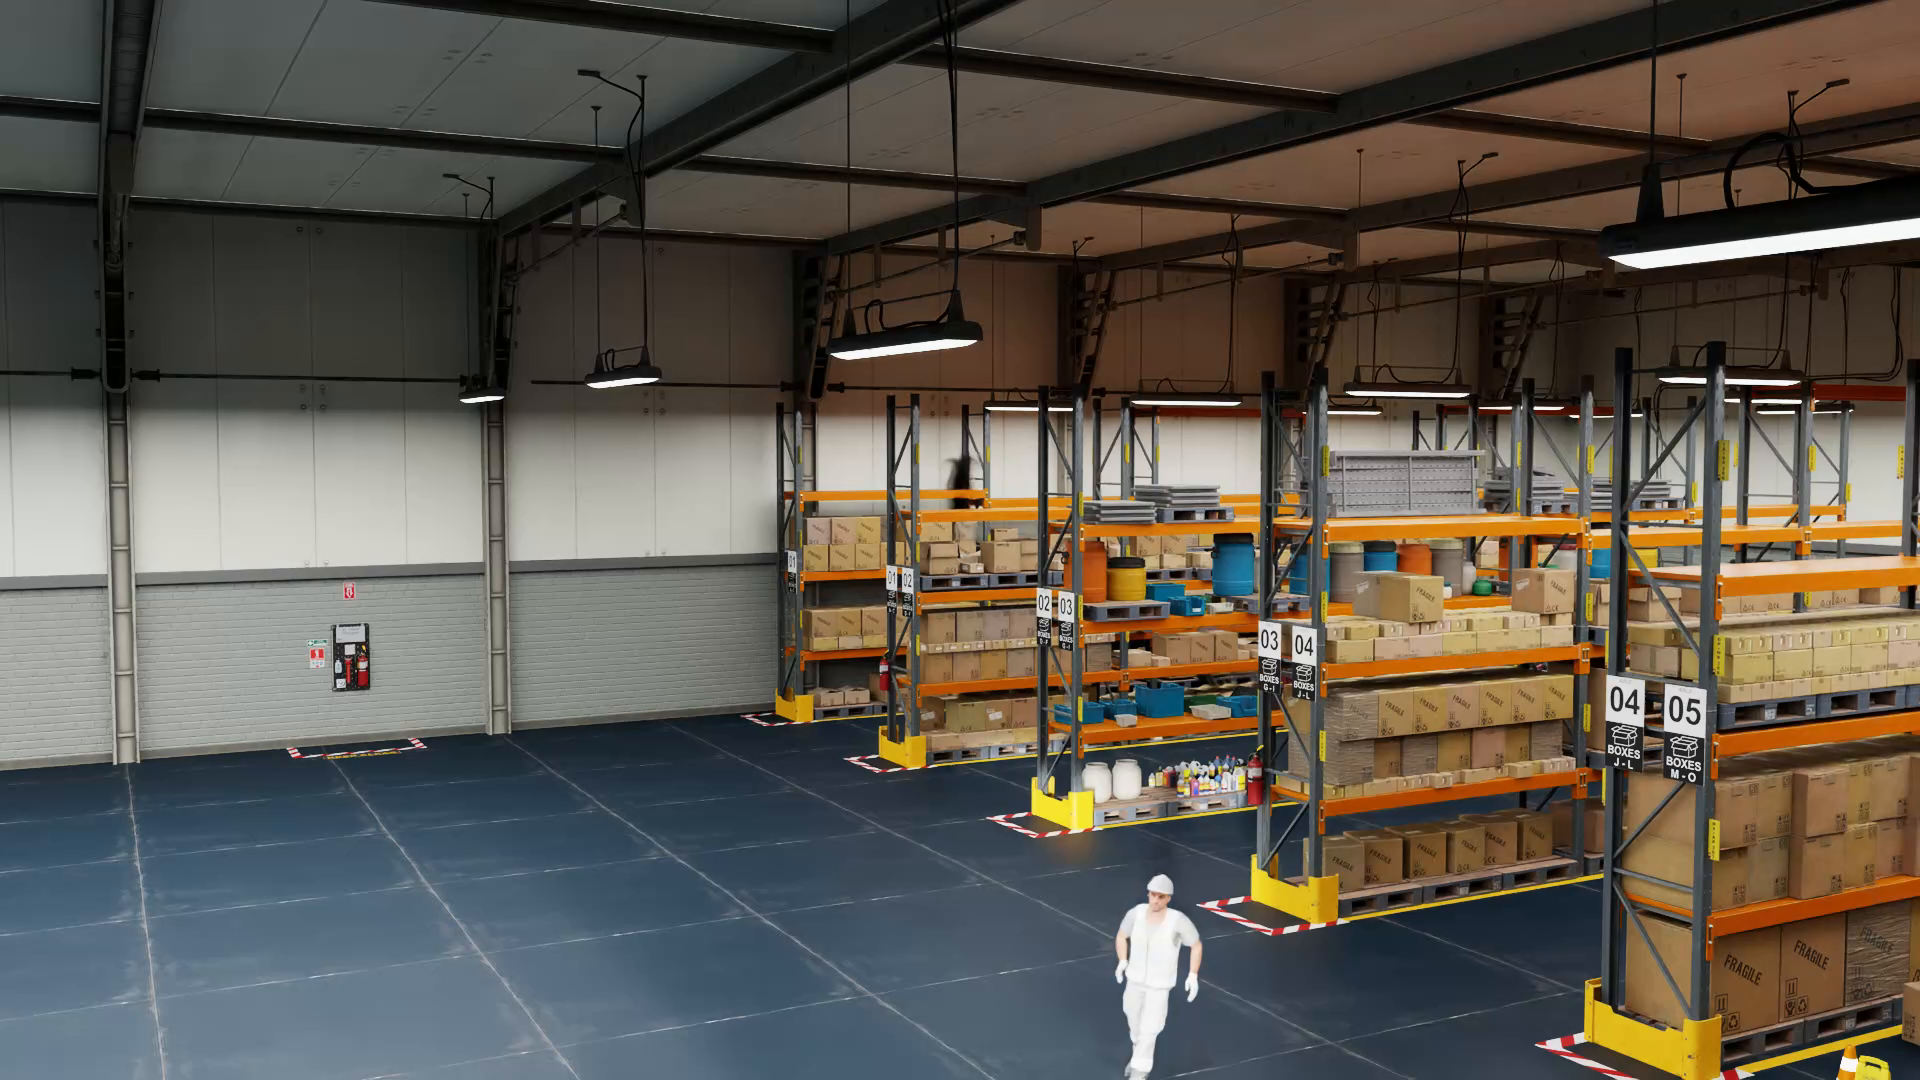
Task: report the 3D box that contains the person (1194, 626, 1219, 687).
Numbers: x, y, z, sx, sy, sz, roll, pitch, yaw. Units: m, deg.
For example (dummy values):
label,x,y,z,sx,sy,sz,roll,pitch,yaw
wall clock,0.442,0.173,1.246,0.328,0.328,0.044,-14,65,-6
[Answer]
label,x,y,z,sx,sy,sz,roll,pitch,yaw
person,4.964,2.374,33.791,0.846,1.779,0.676,-2,4,-31

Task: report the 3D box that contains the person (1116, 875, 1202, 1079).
label,x,y,z,sx,sy,sz,roll,pitch,yaw
person,1.529,3.491,13.070,0.695,1.764,0.983,1,4,24
